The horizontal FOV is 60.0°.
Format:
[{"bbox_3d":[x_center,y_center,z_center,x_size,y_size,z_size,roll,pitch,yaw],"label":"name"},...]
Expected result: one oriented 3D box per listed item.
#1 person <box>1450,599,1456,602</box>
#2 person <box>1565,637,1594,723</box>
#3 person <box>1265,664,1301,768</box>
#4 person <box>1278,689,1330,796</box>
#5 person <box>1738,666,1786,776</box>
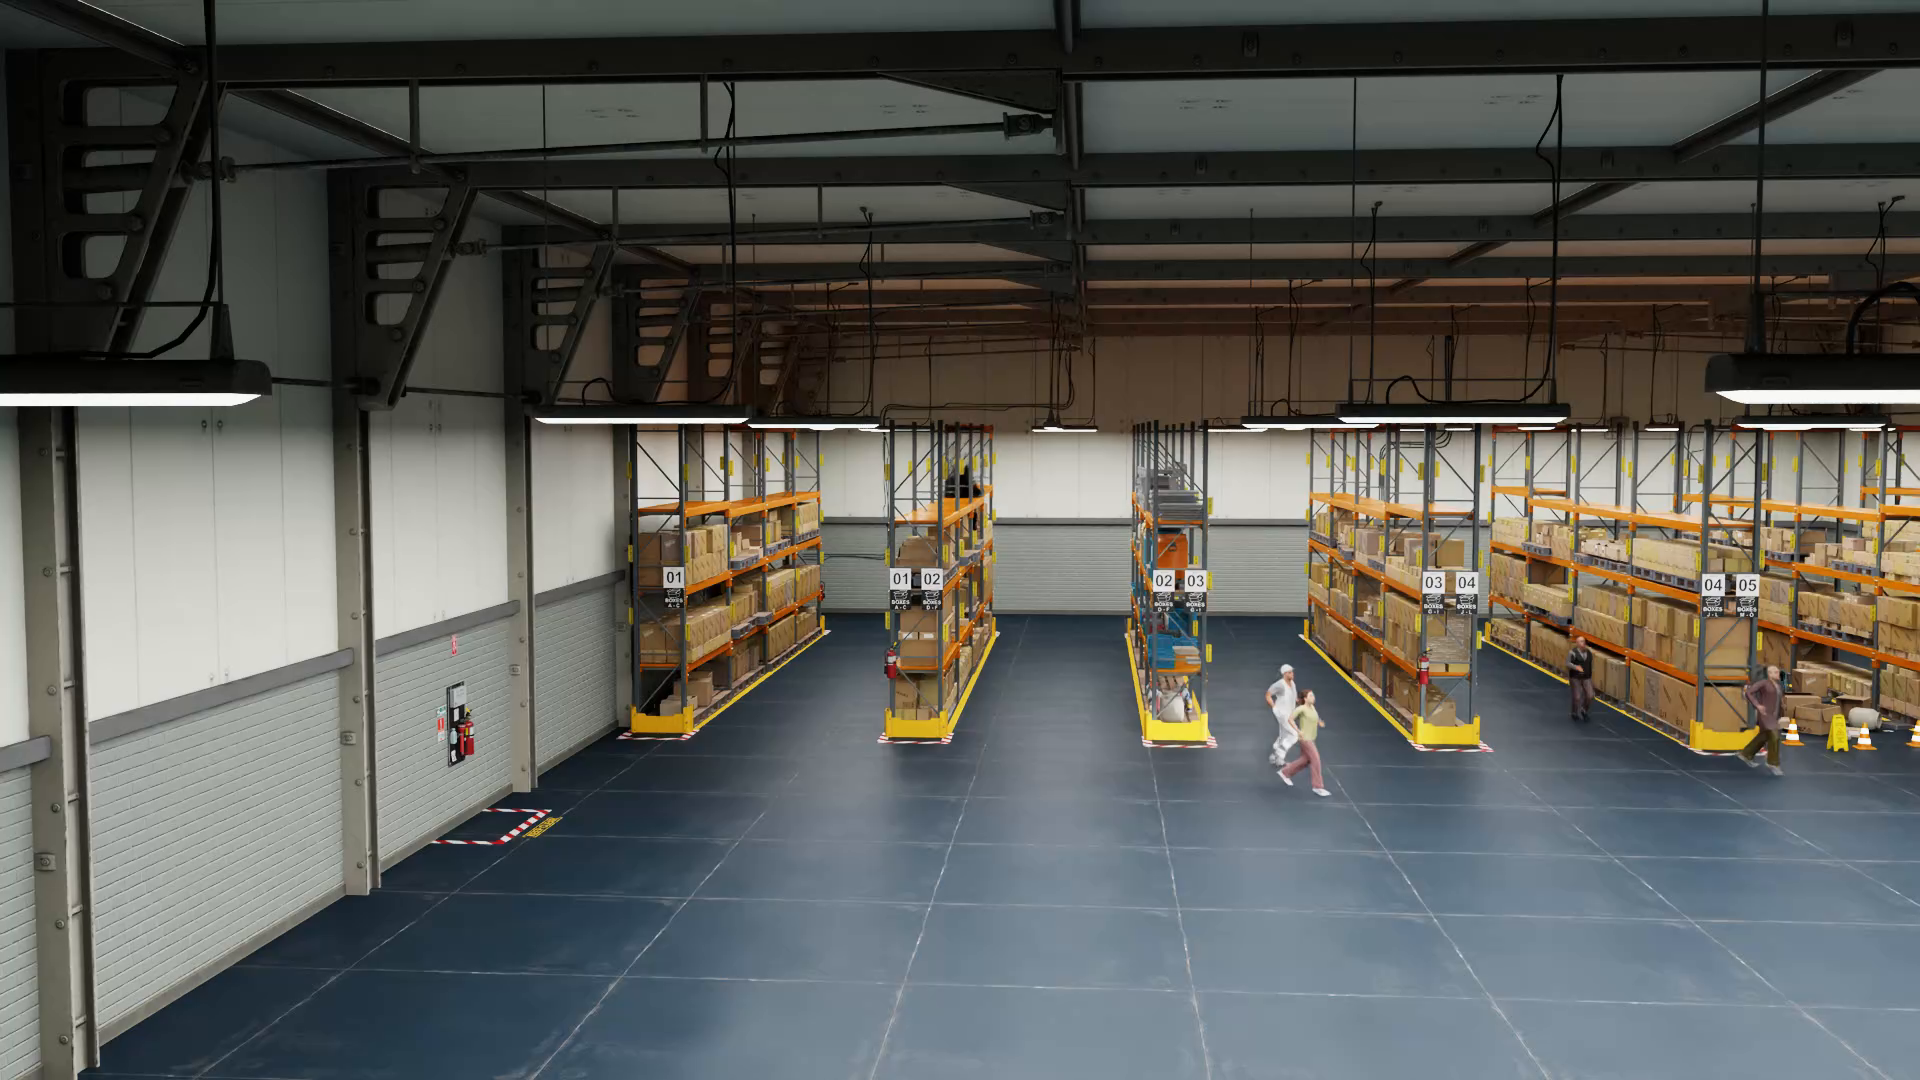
[{"bbox_3d":[13.144,2.080,43.687,0.668,1.808,0.878,1,4,12],"label":"person"},{"bbox_3d":[12.342,2.781,33.056,0.646,1.720,0.701,0,4,1],"label":"person"},{"bbox_3d":[5.655,3.025,28.633,0.667,1.770,0.624,3,4,35],"label":"person"},{"bbox_3d":[5.521,3.205,26.589,0.891,1.681,0.564,2,4,34],"label":"person"},{"bbox_3d":[13.734,3.151,28.313,0.735,1.644,0.855,-2,4,-32],"label":"person"}]
